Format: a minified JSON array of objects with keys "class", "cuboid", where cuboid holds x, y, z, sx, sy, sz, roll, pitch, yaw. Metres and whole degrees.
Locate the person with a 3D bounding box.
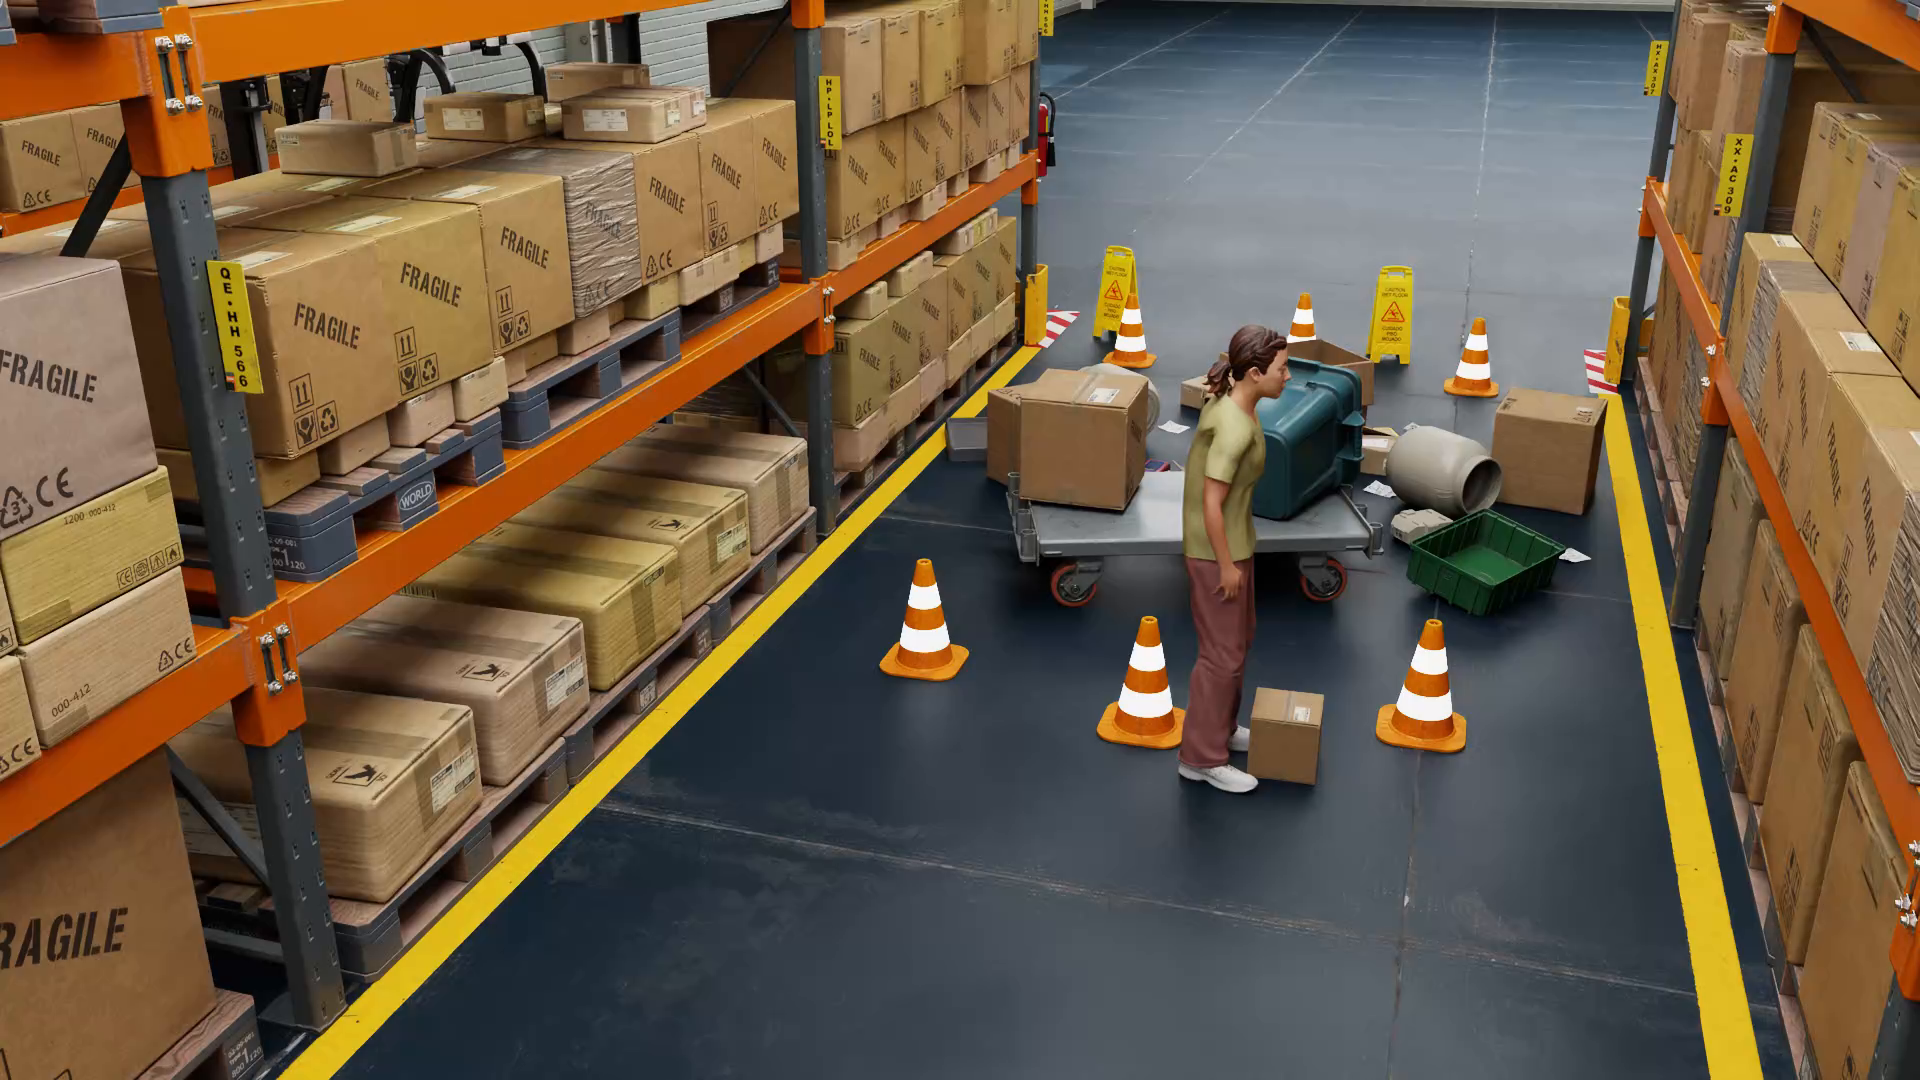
[{"class":"person","cuboid":[0.971,0.056,5.978,0.355,1.652,0.522,5,23,13]}]
